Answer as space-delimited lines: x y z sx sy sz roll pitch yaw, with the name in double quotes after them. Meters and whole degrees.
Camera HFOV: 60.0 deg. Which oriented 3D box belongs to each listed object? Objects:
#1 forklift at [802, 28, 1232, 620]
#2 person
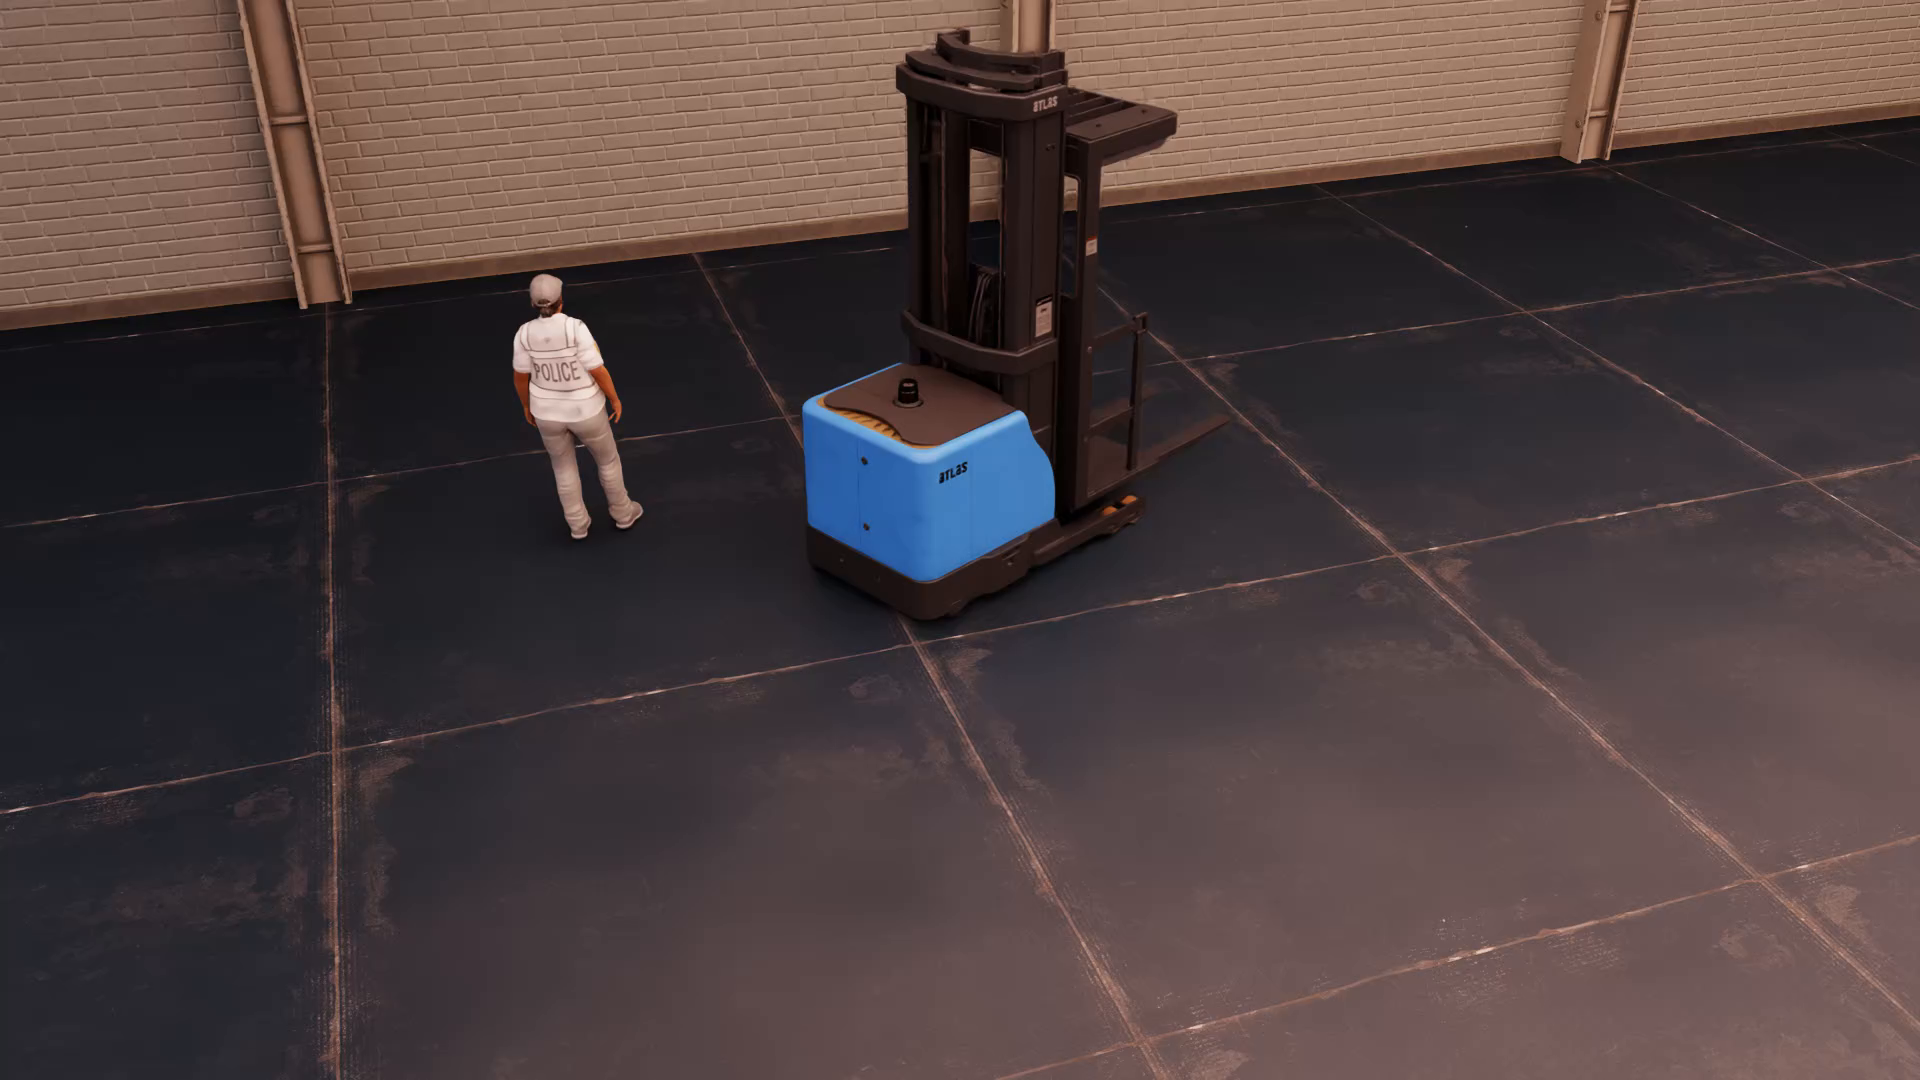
0.500 -1.467 9.637 1.130 2.935 3.031 26 39 37 "forklift"
-2.260 -0.795 9.726 0.588 1.672 0.532 1 30 1 "person"
